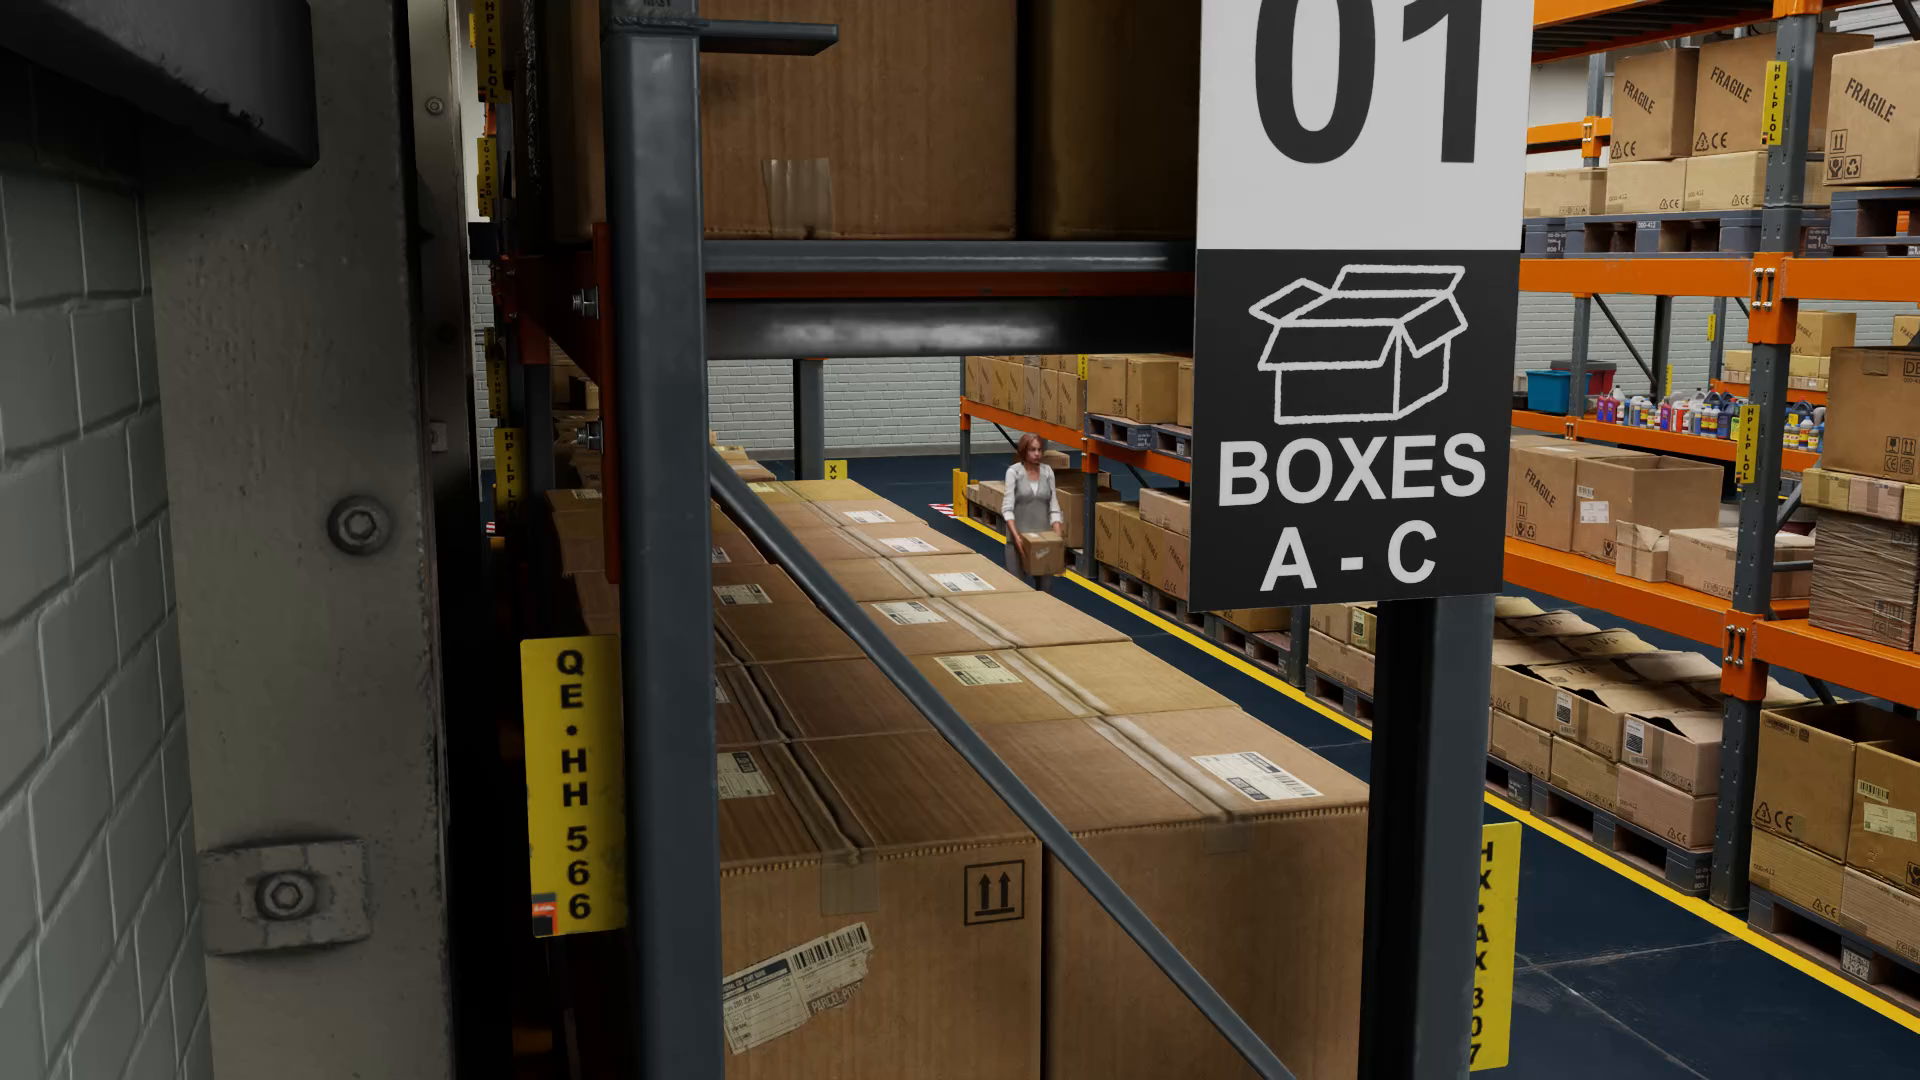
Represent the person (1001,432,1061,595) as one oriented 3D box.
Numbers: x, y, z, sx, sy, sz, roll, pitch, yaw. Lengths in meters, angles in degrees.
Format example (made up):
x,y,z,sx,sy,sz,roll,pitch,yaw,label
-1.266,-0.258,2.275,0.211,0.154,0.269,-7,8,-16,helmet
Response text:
x,y,z,sx,sy,sz,roll,pitch,yaw,label
0.512,0.027,11.884,0.444,1.603,0.397,-3,10,-17,person
